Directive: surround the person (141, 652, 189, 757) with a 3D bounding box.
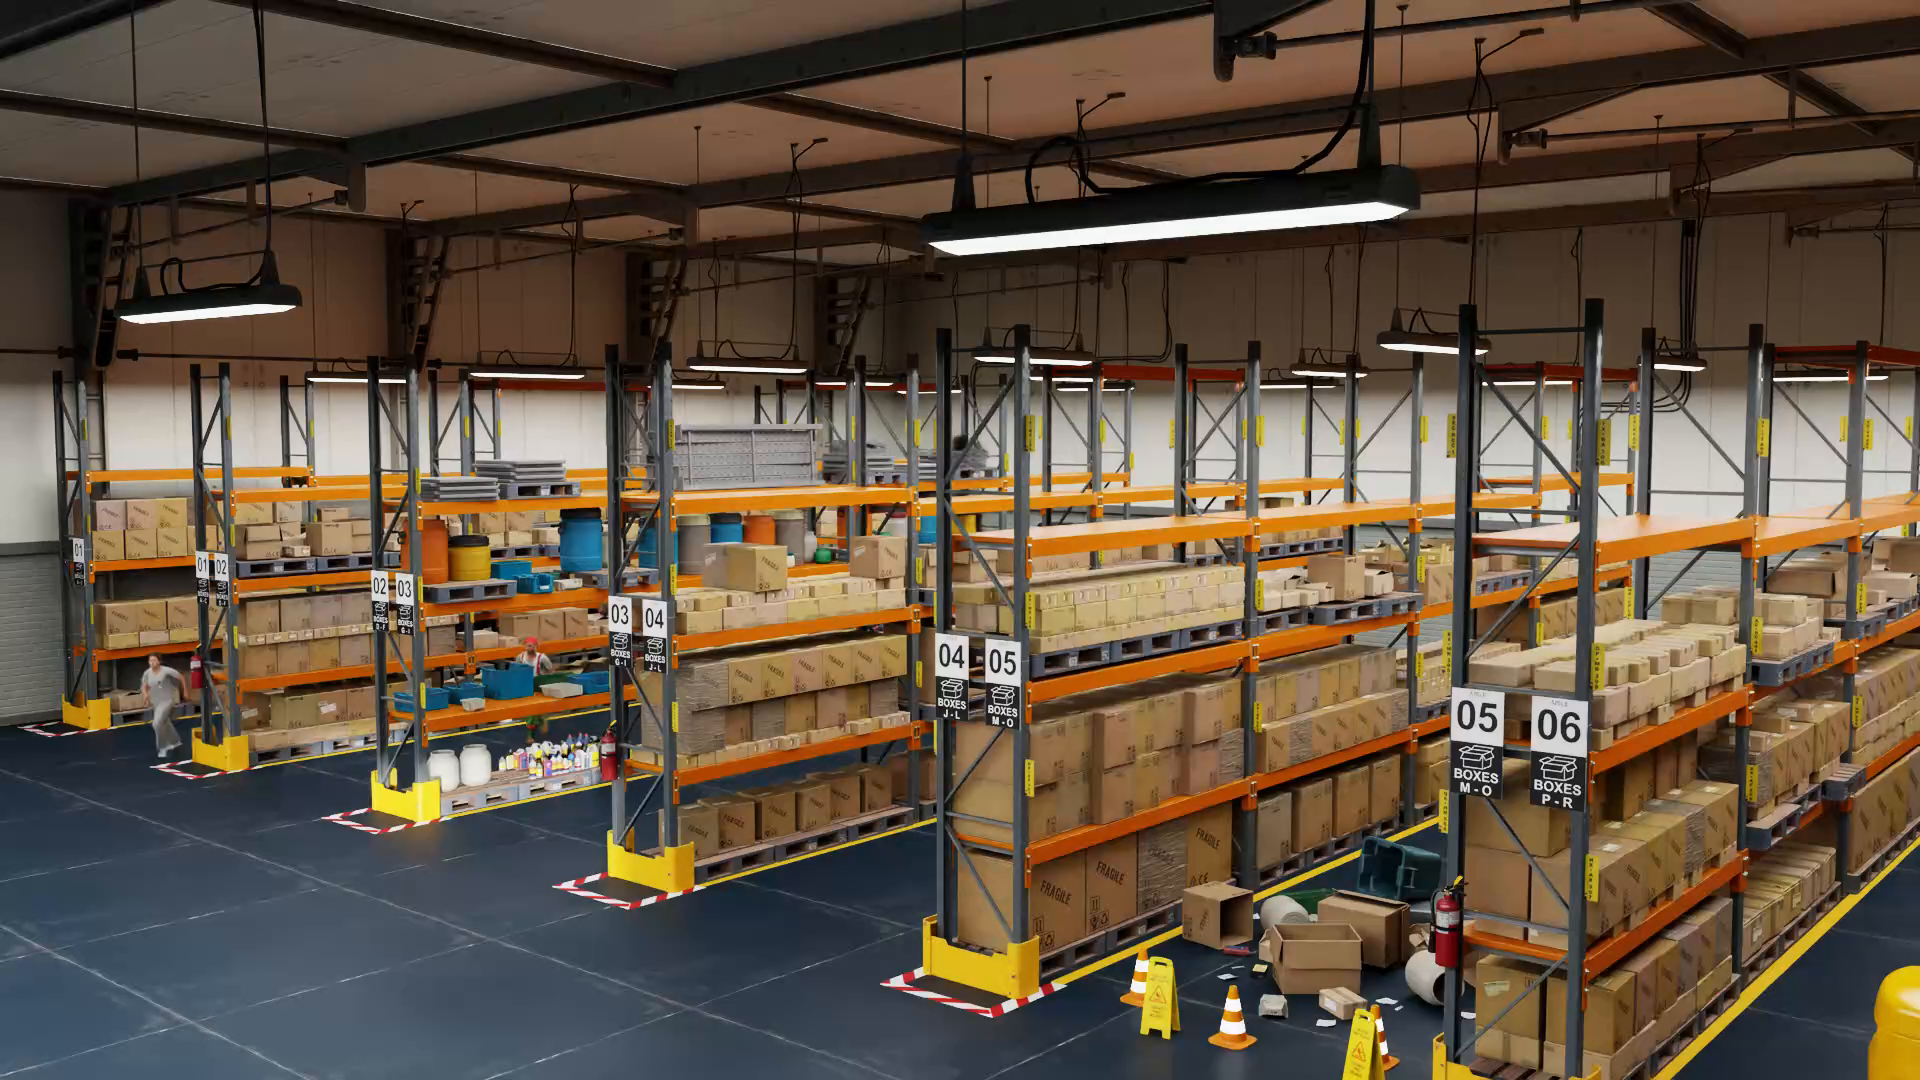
[{"bbox_3d":[-12.274,2.525,25.681,0.555,1.647,0.826,1,4,14],"label":"person"}]

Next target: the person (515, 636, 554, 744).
[{"bbox_3d":[-6.816,2.383,26.670,0.650,1.734,0.626,1,4,13],"label":"person"}]

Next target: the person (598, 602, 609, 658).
[{"bbox_3d":[-6.912,2.040,32.905,0.601,1.610,0.778,0,4,-1],"label":"person"}]
